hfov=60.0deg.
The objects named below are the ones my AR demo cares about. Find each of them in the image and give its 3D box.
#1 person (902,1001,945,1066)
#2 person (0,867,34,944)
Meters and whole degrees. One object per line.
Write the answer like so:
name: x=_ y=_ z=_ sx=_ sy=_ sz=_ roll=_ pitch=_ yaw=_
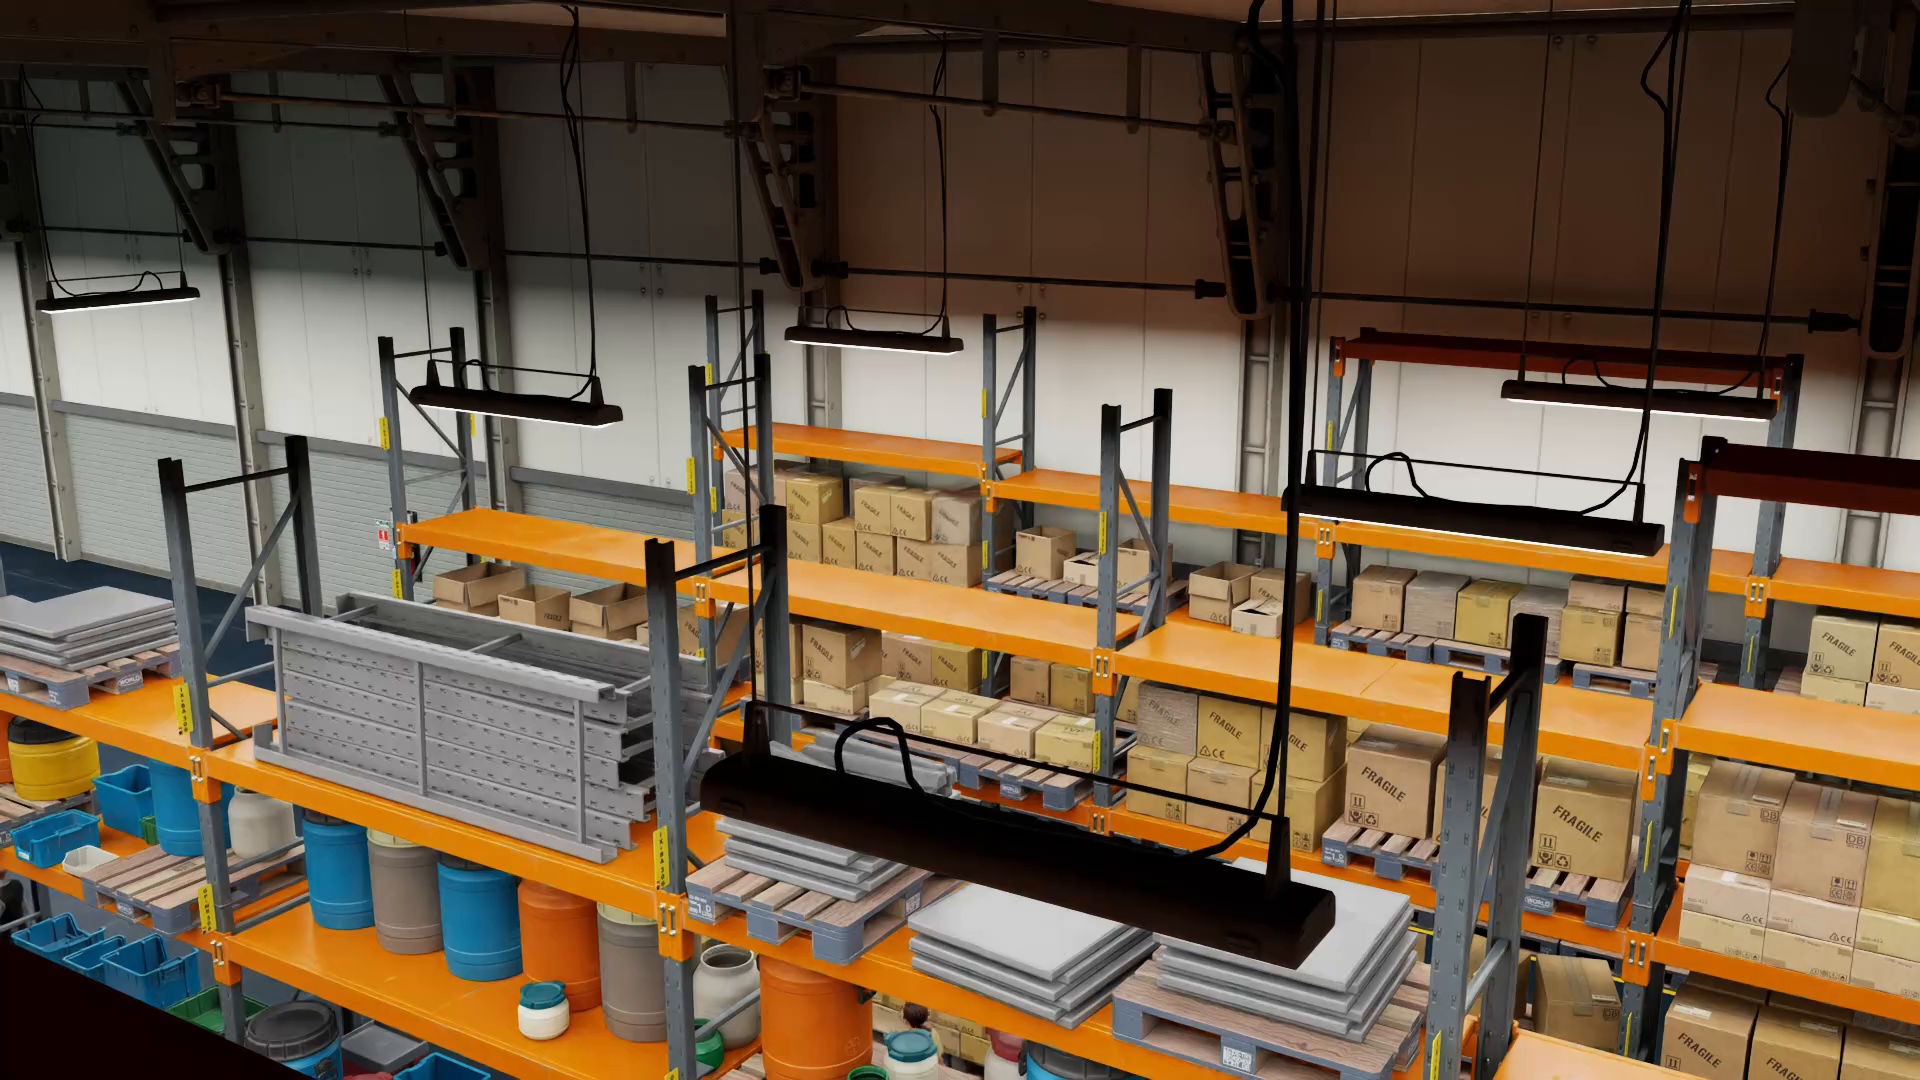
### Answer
person: x=-0.428 y=4.230 z=12.693 sx=1.044 sy=1.582 sz=0.433 roll=6 pitch=15 yaw=22
person: x=-8.606 y=3.666 z=15.011 sx=0.937 sy=1.651 sz=0.543 roll=-3 pitch=14 yaw=-13
